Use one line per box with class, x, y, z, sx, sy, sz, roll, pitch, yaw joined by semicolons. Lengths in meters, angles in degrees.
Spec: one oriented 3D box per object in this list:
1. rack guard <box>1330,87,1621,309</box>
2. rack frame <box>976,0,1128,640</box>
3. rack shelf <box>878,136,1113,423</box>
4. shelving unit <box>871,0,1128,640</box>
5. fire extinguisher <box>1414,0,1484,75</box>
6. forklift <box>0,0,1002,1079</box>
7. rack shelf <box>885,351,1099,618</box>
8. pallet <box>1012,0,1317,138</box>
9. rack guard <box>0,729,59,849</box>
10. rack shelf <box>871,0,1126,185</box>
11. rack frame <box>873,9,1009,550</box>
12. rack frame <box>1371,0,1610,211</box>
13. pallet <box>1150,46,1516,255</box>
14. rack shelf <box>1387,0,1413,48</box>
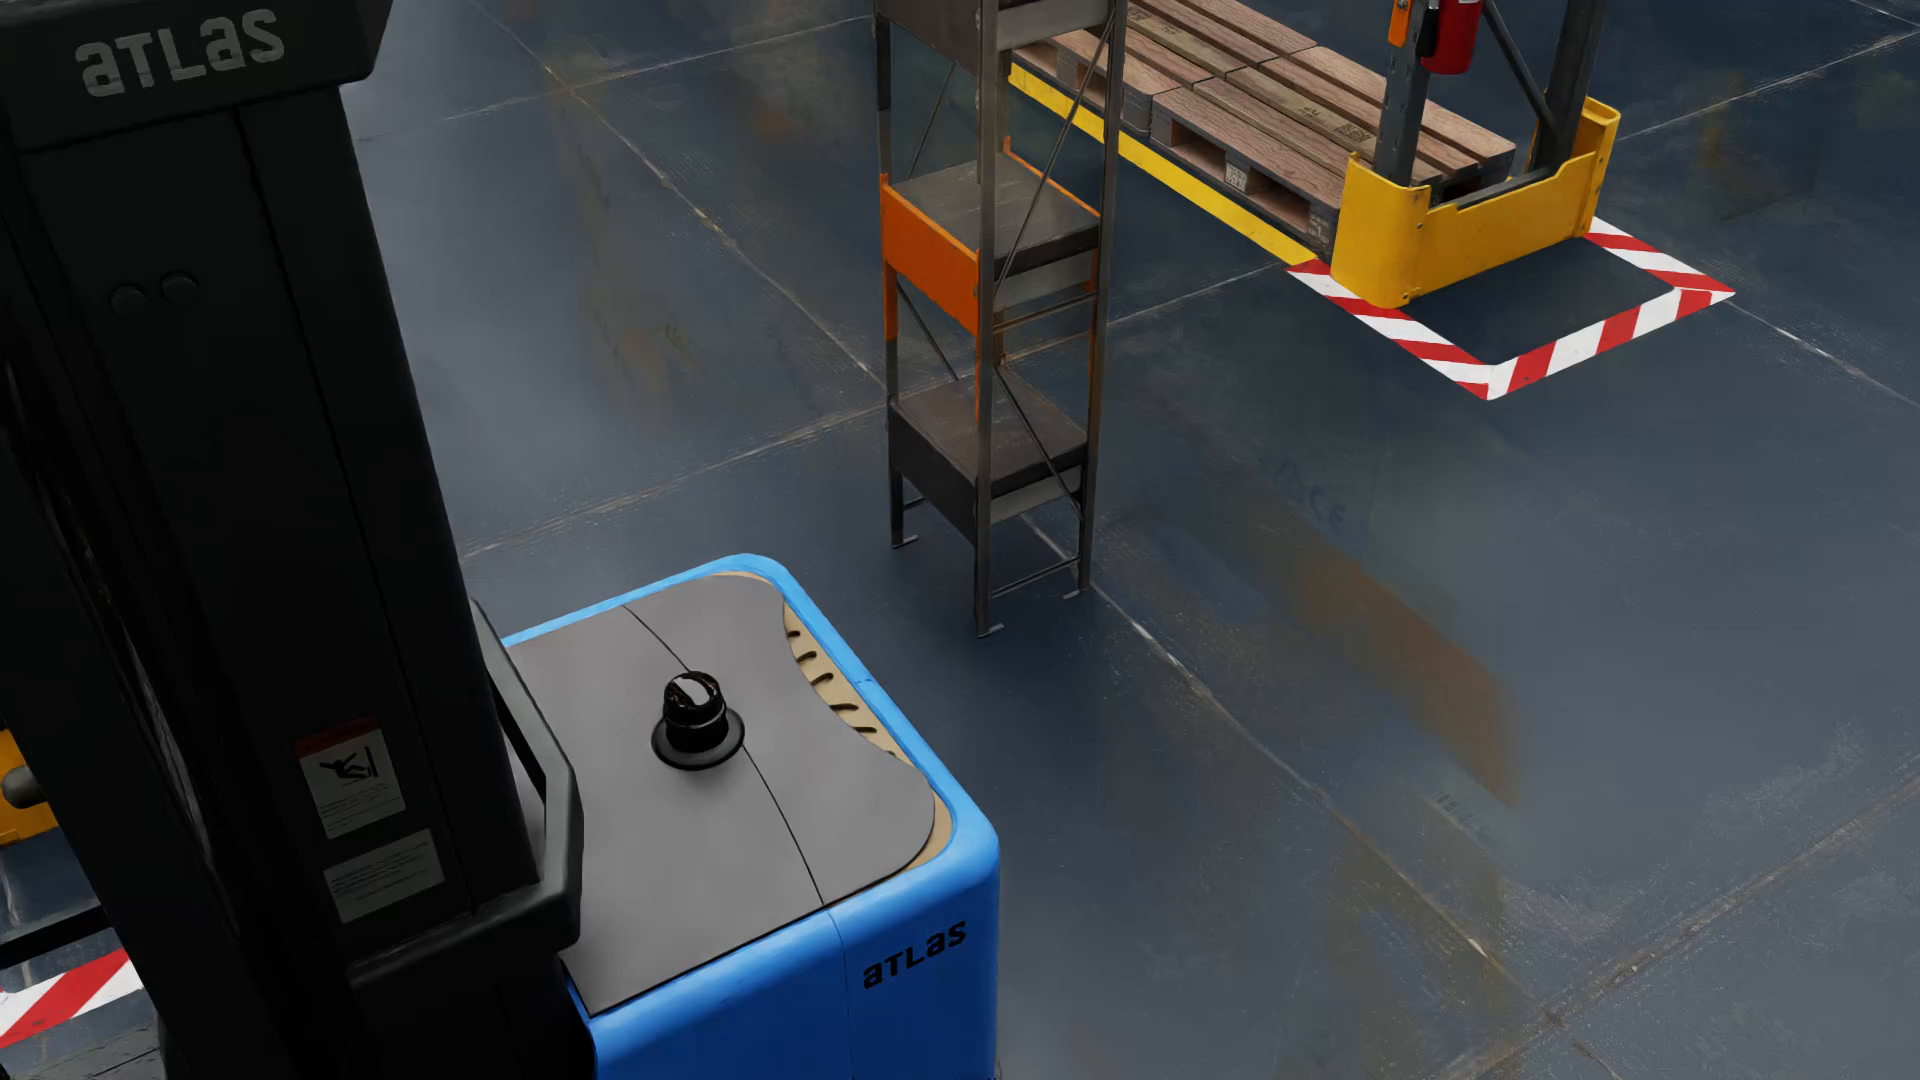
rack guard;2.004;-1.344;6.473;1.175;0.500;0.348;-22;45;-24
rack frame;0.220;-0.586;4.313;0.400;2.100;0.015;-22;45;-24
rack shelf;0.089;-0.707;4.479;0.431;0.518;0.480;-22;45;-24
shelving unit;0.089;-0.717;4.471;0.431;2.100;0.503;-22;45;-24
fire extinguisher;1.678;-1.902;5.541;0.296;0.674;0.183;-22;45;-24
forklift;-1.441;0.457;2.412;3.031;2.935;1.130;-21;44;-23
rack shelf;0.089;-0.169;4.927;0.431;0.518;0.480;-22;45;-24
pallet;0.917;-2.358;7.915;1.003;0.211;1.213;-22;45;-24
rack guard;-2.183;0.365;4.421;1.175;0.500;0.348;-22;45;-24
rack shelf;0.089;-1.245;4.031;0.431;0.518;0.480;-22;45;-24
rack frame;-0.042;-0.849;4.629;0.400;2.100;0.015;-22;45;-24
rack frame;1.980;-2.313;5.683;1.000;3.000;0.127;-22;45;-24
pallet;1.569;-1.700;7.125;1.003;0.211;1.213;-22;45;-24
rack shelf;0.904;-3.116;7.208;1.077;0.370;4.000;-22;45;-24
